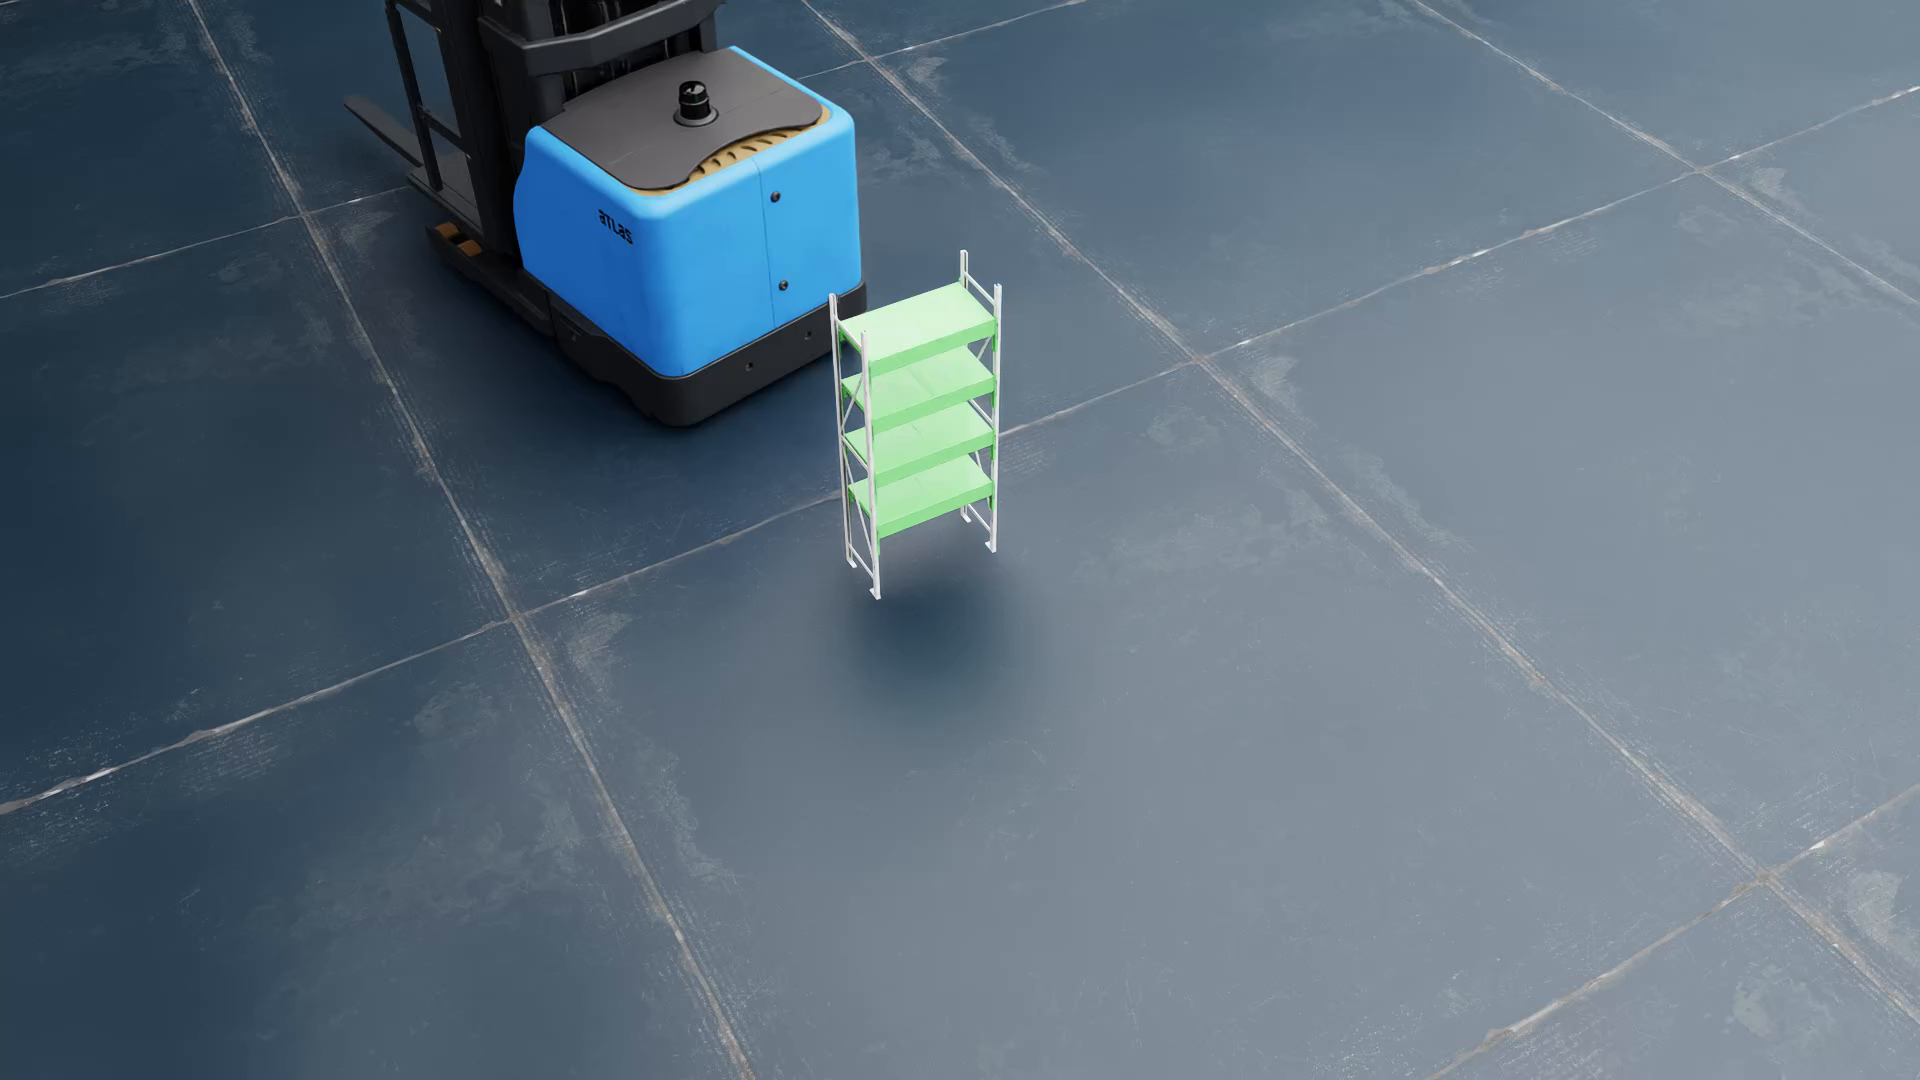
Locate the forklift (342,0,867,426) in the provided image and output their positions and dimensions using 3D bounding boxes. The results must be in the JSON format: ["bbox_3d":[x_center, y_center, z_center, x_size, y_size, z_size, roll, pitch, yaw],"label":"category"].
[{"bbox_3d":[-1.762,-2.443,6.663,1.130,2.935,3.031,-33,53,-29],"label":"forklift"}]

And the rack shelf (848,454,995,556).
[{"bbox_3d":[-0.144,-0.155,5.985,0.480,0.148,0.258,-22,48,-21],"label":"rack shelf"}]

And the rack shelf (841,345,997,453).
[{"bbox_3d":[-0.144,-0.500,5.650,0.480,0.148,0.258,-22,48,-21],"label":"rack shelf"}]

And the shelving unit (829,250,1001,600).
[{"bbox_3d":[-0.144,-0.373,5.773,0.503,1.200,0.258,-22,48,-21],"label":"shelving unit"}]

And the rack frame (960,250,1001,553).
[{"bbox_3d":[0.068,-0.458,5.860,0.015,1.200,0.240,-22,48,-21],"label":"rack frame"}]

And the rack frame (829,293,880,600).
[{"bbox_3d":[-0.355,-0.288,5.686,0.015,1.200,0.240,-22,48,-21],"label":"rack frame"}]

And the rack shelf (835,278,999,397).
[{"bbox_3d":[-0.144,-0.672,5.483,0.480,0.148,0.258,-22,48,-21],"label":"rack shelf"}]

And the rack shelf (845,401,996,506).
[{"bbox_3d":[-0.144,-0.327,5.817,0.480,0.148,0.258,-22,48,-21],"label":"rack shelf"}]
